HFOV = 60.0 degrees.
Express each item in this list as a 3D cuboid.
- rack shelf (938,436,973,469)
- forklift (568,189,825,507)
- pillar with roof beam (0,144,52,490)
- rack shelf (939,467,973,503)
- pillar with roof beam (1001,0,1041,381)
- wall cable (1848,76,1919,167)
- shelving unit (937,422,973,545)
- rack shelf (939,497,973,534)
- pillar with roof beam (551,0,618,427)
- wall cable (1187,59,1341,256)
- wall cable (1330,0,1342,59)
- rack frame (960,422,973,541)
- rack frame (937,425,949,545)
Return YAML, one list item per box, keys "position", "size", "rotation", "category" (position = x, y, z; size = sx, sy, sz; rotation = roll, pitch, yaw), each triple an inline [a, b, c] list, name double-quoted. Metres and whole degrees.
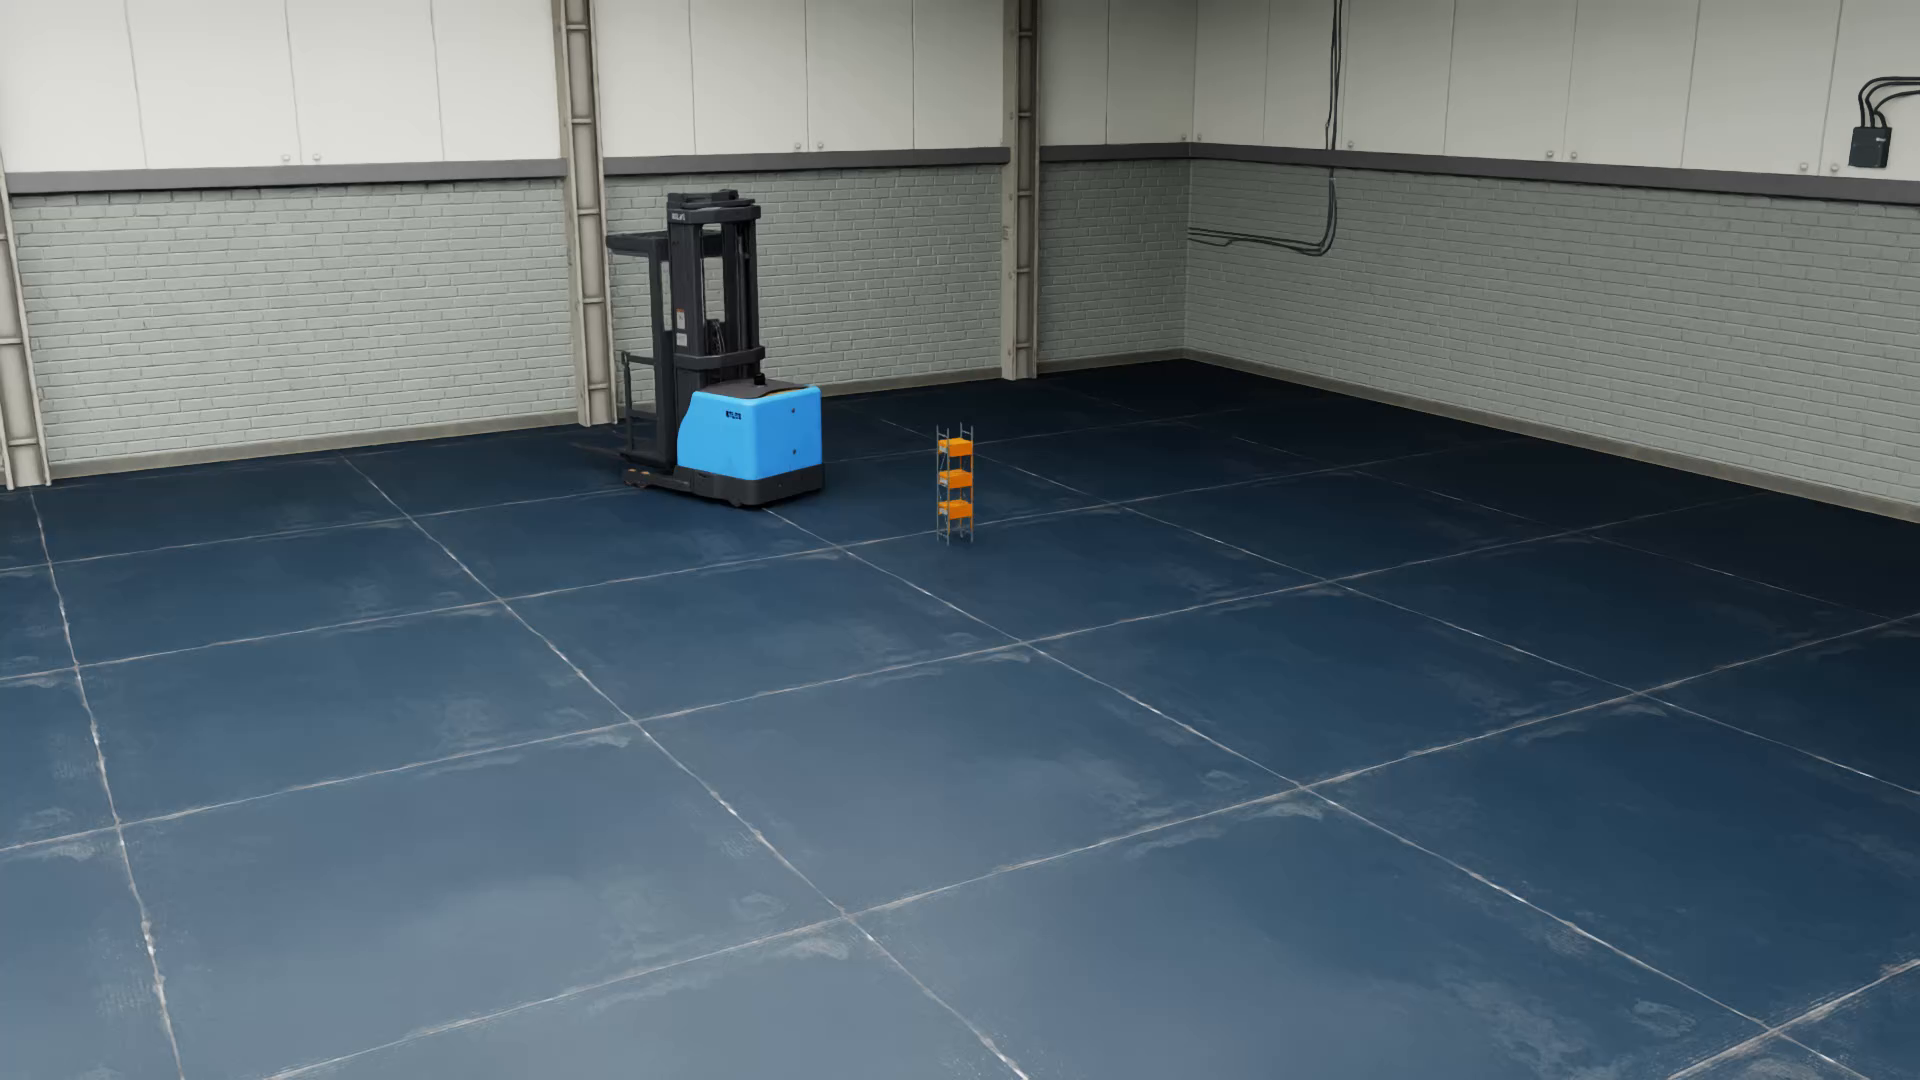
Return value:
- position: [-0.046, -0.761, 14.668]
  size: [0.240, 0.259, 0.215]
  rotation: [-9, 18, -30]
  category: "rack shelf"
- position: [-2.807, -2.033, 16.731]
  size: [3.031, 2.935, 1.130]
  rotation: [12, 20, 38]
  category: "forklift"
- position: [-7.261, -3.903, 12.163]
  size: [0.400, 9.000, 9.100]
  rotation: [-9, 18, -30]
  category: "pillar with roof beam"
- position: [-0.046, -0.488, 14.744]
  size: [0.240, 0.259, 0.215]
  rotation: [-9, 18, -30]
  category: "rack shelf"
- position: [3.025, -5.572, 18.114]
  size: [0.400, 9.000, 9.100]
  rotation: [-9, 18, -30]
  category: "pillar with roof beam"
- position: [8.890, -6.110, 13.734]
  size: [0.169, 6.003, 2.305]
  rotation: [-9, 18, -30]
  category: "wall cable"
- position: [-0.046, -0.498, 14.742]
  size: [0.252, 1.050, 0.215]
  rotation: [-9, 18, -30]
  category: "shelving unit"
- position: [-0.046, -0.220, 14.819]
  size: [0.240, 0.259, 0.215]
  rotation: [-9, 18, -30]
  category: "rack shelf"
- position: [-2.118, -4.737, 15.138]
  size: [0.400, 9.000, 9.100]
  rotation: [-9, 18, -30]
  category: "pillar with roof beam"
- position: [4.014, -5.176, 22.455]
  size: [0.112, 2.526, 3.097]
  rotation: [-9, 18, -30]
  category: "wall cable"
- position: [5.408, -6.982, 19.541]
  size: [0.112, 2.526, 3.097]
  rotation: [-9, 18, -30]
  category: "wall cable"
- position: [0.059, -0.515, 14.802]
  size: [0.008, 1.050, 0.200]
  rotation: [-9, 18, -30]
  category: "rack frame"
- position: [-0.150, -0.481, 14.681]
  size: [0.008, 1.050, 0.200]
  rotation: [-9, 18, -30]
  category: "rack frame"
